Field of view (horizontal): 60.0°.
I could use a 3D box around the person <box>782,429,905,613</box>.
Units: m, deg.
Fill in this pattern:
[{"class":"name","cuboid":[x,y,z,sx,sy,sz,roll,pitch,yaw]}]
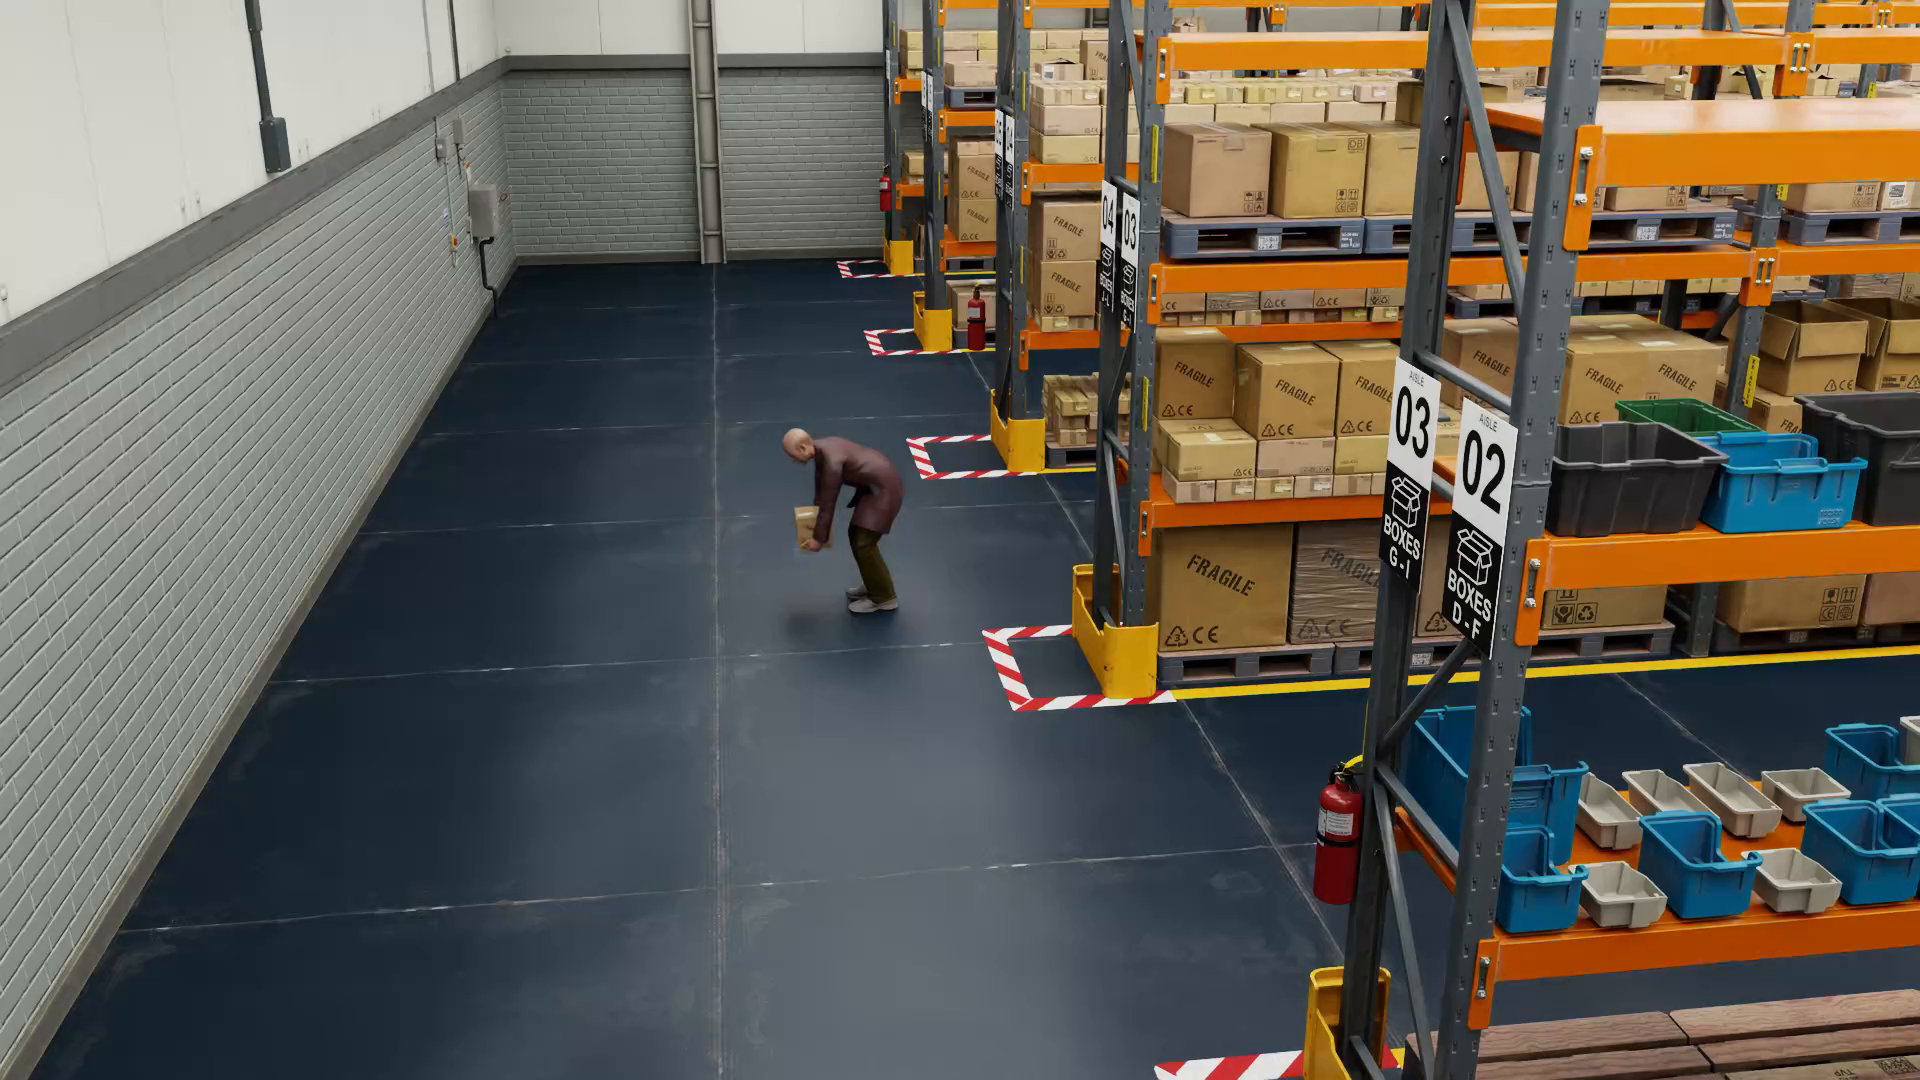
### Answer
[{"class":"person","cuboid":[-0.841,-0.157,12.153,0.876,1.361,0.563,-3,20,-9]}]
